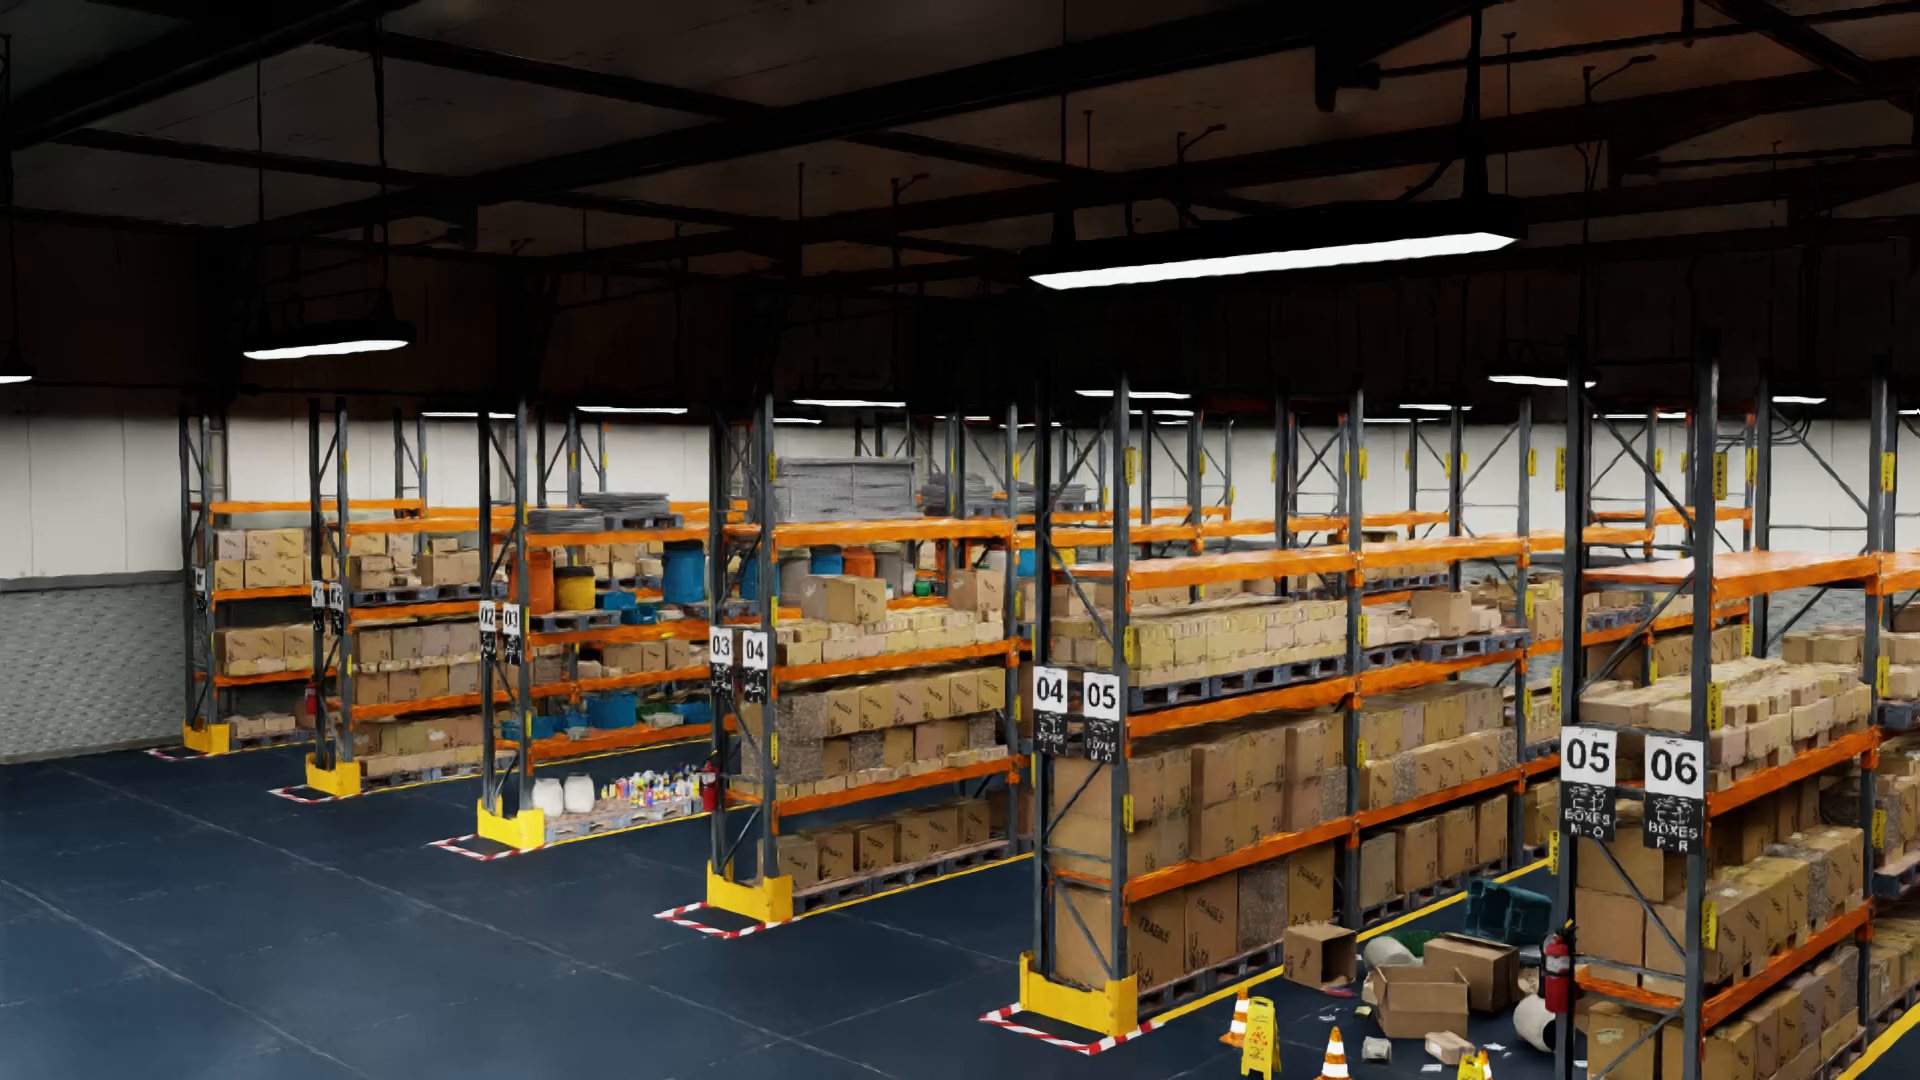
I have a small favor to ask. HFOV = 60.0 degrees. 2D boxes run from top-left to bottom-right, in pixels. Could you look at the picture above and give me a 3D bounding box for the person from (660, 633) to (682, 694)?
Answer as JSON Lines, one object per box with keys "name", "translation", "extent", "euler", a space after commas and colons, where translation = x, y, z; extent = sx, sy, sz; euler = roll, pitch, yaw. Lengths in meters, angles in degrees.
{"name": "person", "translation": [-5.636, 2.600, 32.606], "extent": [0.719, 1.714, 0.578], "euler": [3, 4, 41]}
